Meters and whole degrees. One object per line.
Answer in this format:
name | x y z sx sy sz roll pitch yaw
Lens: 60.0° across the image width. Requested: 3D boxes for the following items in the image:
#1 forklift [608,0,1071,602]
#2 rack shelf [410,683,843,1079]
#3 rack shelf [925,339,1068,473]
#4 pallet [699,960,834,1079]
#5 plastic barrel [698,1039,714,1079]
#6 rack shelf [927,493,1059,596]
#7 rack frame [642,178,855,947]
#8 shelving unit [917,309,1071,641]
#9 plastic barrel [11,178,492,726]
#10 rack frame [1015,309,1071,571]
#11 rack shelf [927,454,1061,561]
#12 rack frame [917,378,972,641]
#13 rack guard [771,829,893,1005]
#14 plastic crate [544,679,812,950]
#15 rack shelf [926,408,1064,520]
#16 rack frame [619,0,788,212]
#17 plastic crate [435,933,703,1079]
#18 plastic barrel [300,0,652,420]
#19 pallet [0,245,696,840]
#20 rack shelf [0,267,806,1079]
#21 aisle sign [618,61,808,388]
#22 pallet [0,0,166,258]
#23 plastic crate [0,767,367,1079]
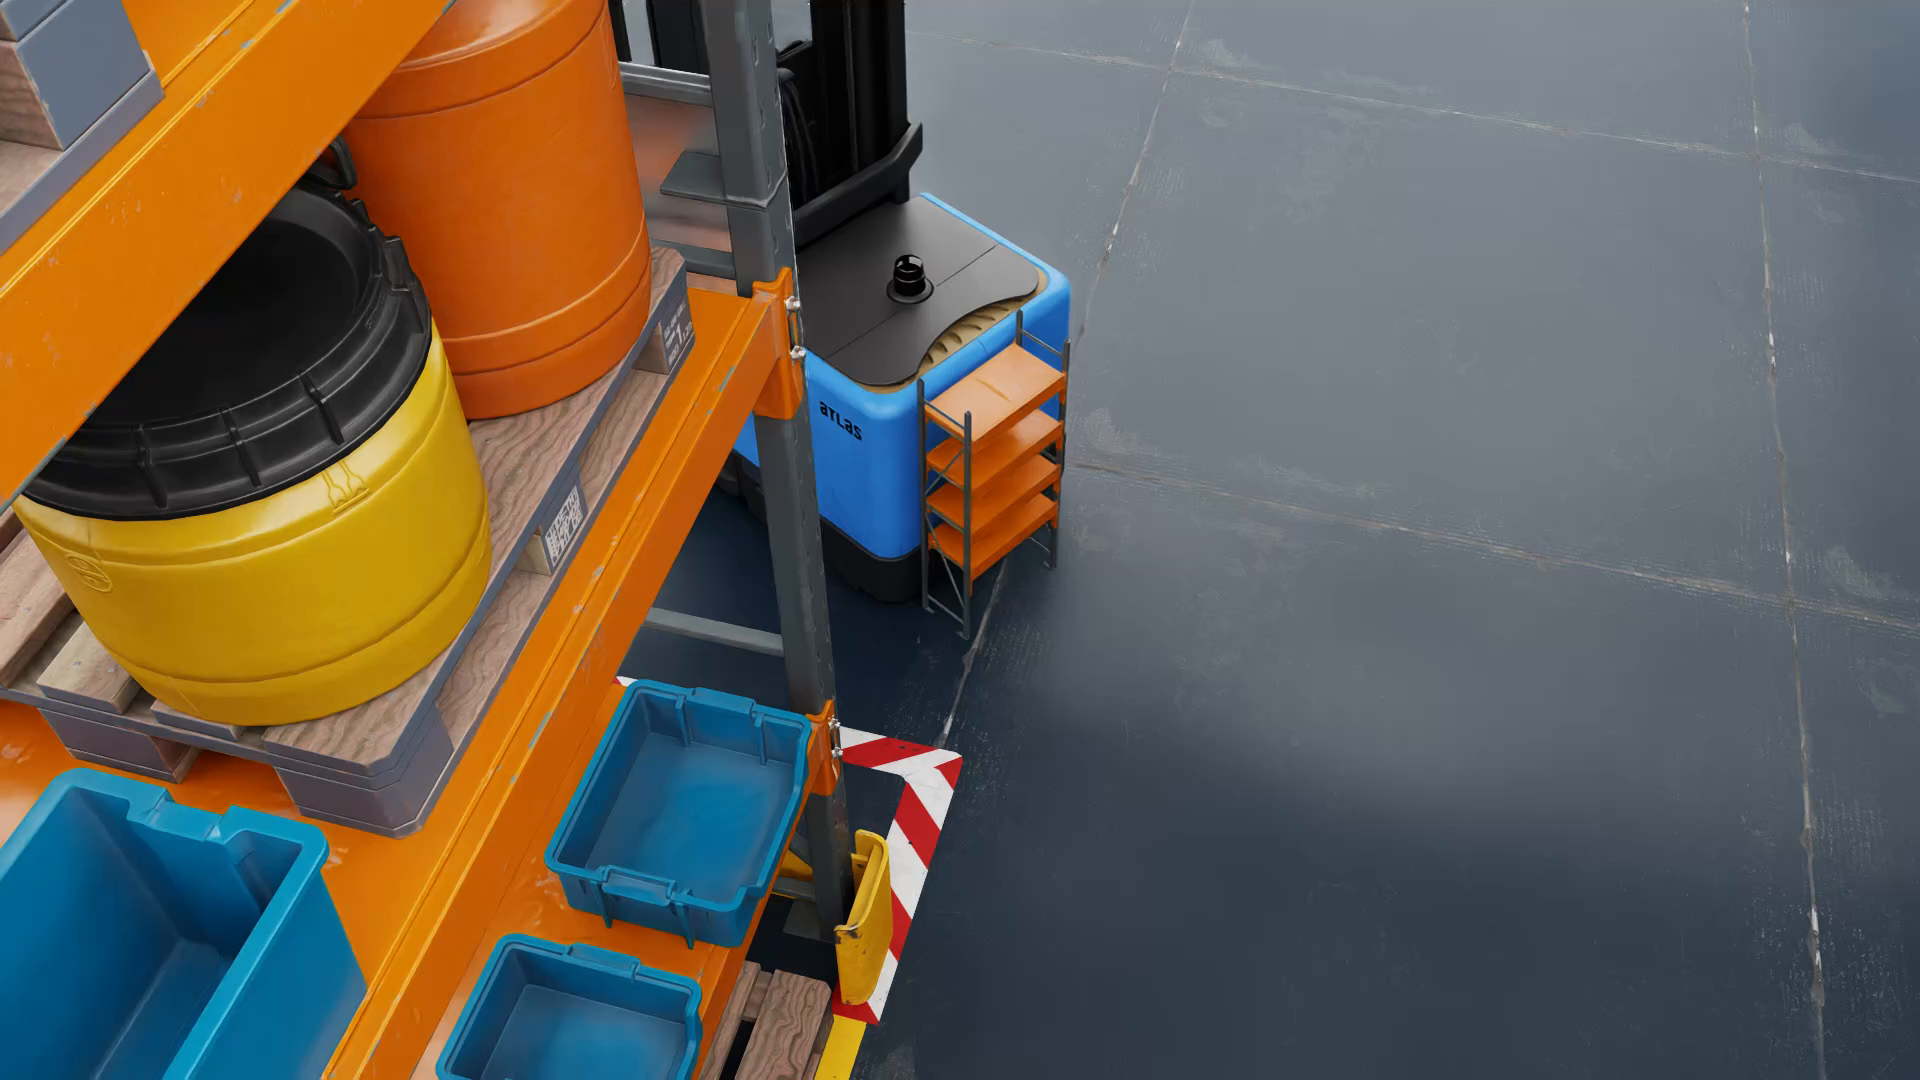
forklift | -0.984 -1.723 6.234 3.031 2.935 1.130 36 58 27
rack shelf | -1.367 1.897 3.474 1.077 0.370 4.000 12 50 10
rack shelf | 0.117 -0.469 5.758 0.258 0.148 0.480 36 58 27
pallet | -1.034 1.786 4.952 1.003 0.211 1.213 12 50 10
plastic barrel | -0.940 1.387 4.823 0.421 0.512 0.421 0 49 0
rack shelf | 0.116 -0.033 6.252 0.258 0.148 0.480 36 58 27
rack frame | -0.841 0.212 4.481 1.000 3.000 0.127 12 50 10
shelving unit | 0.116 -0.209 6.053 0.258 1.200 0.503 36 58 27
plastic barrel | -1.018 -0.132 2.379 0.600 0.588 0.600 0 49 0
rack frame | 0.286 -0.341 6.169 0.240 1.200 0.015 36 58 27
rack shelf | 0.116 -0.165 6.103 0.258 0.148 0.480 36 58 27
rack frame | -0.053 -0.077 5.937 0.240 1.200 0.015 36 58 27
rack guard | -0.815 1.103 5.362 1.175 0.500 0.348 12 50 10
plastic crate | -0.684 0.682 4.165 0.499 0.251 0.616 12 50 10
rack shelf | 0.116 -0.312 5.935 0.258 0.148 0.480 36 58 27
rack frame | -0.841 -1.773 2.232 1.000 3.000 0.127 12 50 10
plastic crate | -0.860 1.151 3.752 0.499 0.251 0.408 12 50 10
plastic barrel | -0.846 -0.685 2.706 0.600 0.830 0.708 12 50 10
pallet | -1.153 -0.139 2.916 1.003 0.211 1.213 12 50 10
rack shelf | -1.367 0.904 2.349 1.077 0.370 4.000 12 50 10
aisle sign | -0.535 -0.642 3.501 0.394 0.787 0.004 12 50 10
pallet | -1.384 -0.172 1.211 1.003 0.211 1.213 12 50 10
plastic crate | -1.052 0.663 2.093 0.392 0.384 0.575 12 50 10
